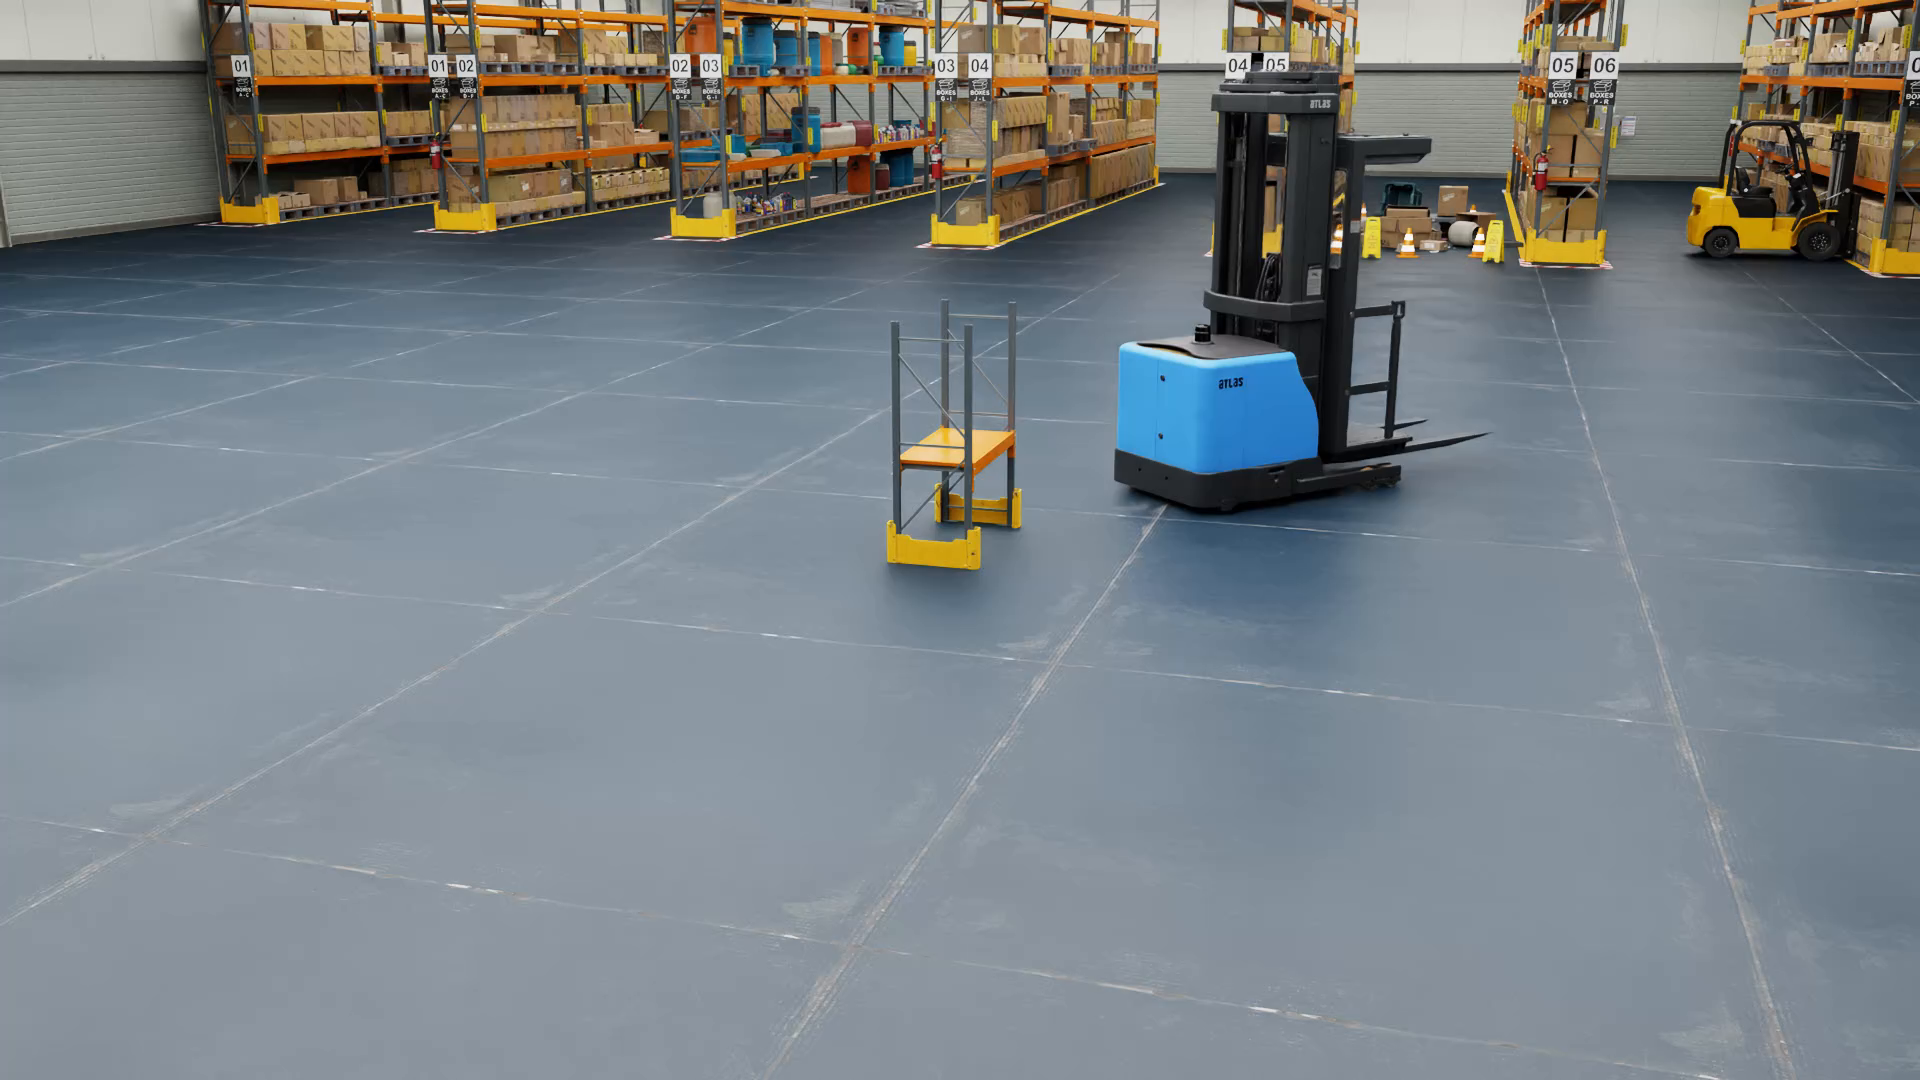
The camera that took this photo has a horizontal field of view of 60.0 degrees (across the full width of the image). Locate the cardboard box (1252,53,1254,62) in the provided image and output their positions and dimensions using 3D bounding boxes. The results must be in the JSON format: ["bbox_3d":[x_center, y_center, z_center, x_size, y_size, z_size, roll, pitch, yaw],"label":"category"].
[{"bbox_3d":[4.638,-7.958,27.399,0.380,0.149,0.250,5,17,16],"label":"cardboard box"}]

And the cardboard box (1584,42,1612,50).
[{"bbox_3d":[9.868,-7.632,25.742,0.380,0.149,0.250,5,16,15],"label":"cardboard box"}]

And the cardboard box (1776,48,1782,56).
[{"bbox_3d":[17.068,-10.068,34.294,0.380,0.149,0.250,4,16,15],"label":"cardboard box"}]

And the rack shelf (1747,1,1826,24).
[{"bbox_3d":[18.310,-11.666,36.793,1.077,0.370,4.000,5,16,16],"label":"rack shelf"}]

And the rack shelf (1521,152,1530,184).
[{"bbox_3d":[11.276,-7.073,31.586,1.077,0.370,4.000,5,16,16],"label":"rack shelf"}]

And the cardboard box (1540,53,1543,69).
[{"bbox_3d":[10.028,-8.050,27.946,0.500,0.250,0.500,5,17,16],"label":"cardboard box"}]

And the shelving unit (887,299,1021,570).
[{"bbox_3d":[-0.022,-0.702,10.554,0.587,1.500,1.083,5,16,16],"label":"shelving unit"}]

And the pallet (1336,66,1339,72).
[{"bbox_3d":[7.637,-10.274,36.401,1.213,0.211,1.003,5,16,16],"label":"pallet"}]

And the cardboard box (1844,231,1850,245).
[{"bbox_3d":[14.589,-4.889,26.838,0.500,0.250,0.500,5,17,18],"label":"cardboard box"}]

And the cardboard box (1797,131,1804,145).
[{"bbox_3d":[16.220,-7.631,31.596,0.500,0.250,0.500,5,16,16],"label":"cardboard box"}]

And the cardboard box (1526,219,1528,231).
[{"bbox_3d":[9.992,-5.362,28.505,0.500,0.250,0.500,4,16,15],"label":"cardboard box"}]

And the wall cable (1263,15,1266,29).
[{"bbox_3d":[9.528,-16.449,46.437,2.277,5.999,0.120,5,16,16],"label":"wall cable"}]

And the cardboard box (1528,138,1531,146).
[{"bbox_3d":[11.241,-7.743,32.321,0.380,0.149,0.250,5,17,16],"label":"cardboard box"}]

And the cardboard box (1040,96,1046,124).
[{"bbox_3d":[1.342,-8.197,31.672,0.500,0.500,0.500,5,16,16],"label":"cardboard box"}]

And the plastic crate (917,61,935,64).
[{"bbox_3d":[-0.830,-12.222,43.040,0.504,0.338,0.767,5,16,16],"label":"plastic crate"}]

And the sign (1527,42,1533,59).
[{"bbox_3d":[11.315,-9.717,33.001,0.100,0.325,0.005,5,16,16],"label":"sign"}]

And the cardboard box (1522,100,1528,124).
[{"bbox_3d":[12.177,-9.023,35.128,0.500,0.500,0.500,4,16,15],"label":"cardboard box"}]

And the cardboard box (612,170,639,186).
[{"bbox_3d":[-7.499,-8.073,37.037,0.500,0.311,0.500,5,17,17],"label":"cardboard box"}]

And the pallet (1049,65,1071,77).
[{"bbox_3d":[1.484,-9.170,32.509,1.213,0.211,1.003,5,16,16],"label":"pallet"}]

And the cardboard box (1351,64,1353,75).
[{"bbox_3d":[9.330,-11.490,40.619,0.500,0.250,0.500,5,16,16],"label":"cardboard box"}]

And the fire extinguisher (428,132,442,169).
[{"bbox_3d":[-9.906,-7.355,31.403,0.296,0.674,0.183,5,16,16],"label":"fire extinguisher"}]

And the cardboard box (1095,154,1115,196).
[{"bbox_3d":[2.820,-8.302,37.726,1.225,0.875,0.875,5,16,16],"label":"cardboard box"}]

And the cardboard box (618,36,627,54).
[{"bbox_3d":[-9.577,-13.725,46.172,0.500,0.500,0.500,5,16,16],"label":"cardboard box"}]

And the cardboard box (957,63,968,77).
[{"bbox_3d":[-0.037,-8.134,28.788,0.500,0.250,0.500,5,17,17],"label":"cardboard box"}]

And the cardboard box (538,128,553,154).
[{"bbox_3d":[-8.701,-8.095,33.690,0.700,0.500,0.500,5,17,17],"label":"cardboard box"}]

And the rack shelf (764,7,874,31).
[{"bbox_3d":[-2.974,-10.919,34.886,1.077,0.370,4.000,5,16,16],"label":"rack shelf"}]

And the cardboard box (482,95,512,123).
[{"bbox_3d":[-9.123,-8.332,32.147,0.700,0.500,0.500,4,16,14],"label":"cardboard box"}]

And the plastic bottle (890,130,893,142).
[{"bbox_3d":[-1.601,-9.425,38.776,0.061,0.283,0.133,5,16,16],"label":"plastic bottle"}]

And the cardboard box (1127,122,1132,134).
[{"bbox_3d":[3.864,-9.931,40.073,0.500,0.250,0.500,4,16,15],"label":"cardboard box"}]

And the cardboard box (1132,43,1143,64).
[{"bbox_3d":[4.086,-11.974,40.914,0.700,0.500,0.500,5,17,18],"label":"cardboard box"}]

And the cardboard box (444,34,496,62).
[{"bbox_3d":[-9.260,-9.299,31.404,0.797,0.503,0.637,6,17,20],"label":"cardboard box"}]

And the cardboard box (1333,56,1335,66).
[{"bbox_3d":[7.622,-10.051,35.087,0.500,0.500,0.500,5,16,16],"label":"cardboard box"}]

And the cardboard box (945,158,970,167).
[{"bbox_3d":[-0.047,-6.587,29.017,0.380,0.149,0.250,5,16,16],"label":"cardboard box"}]

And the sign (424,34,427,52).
[{"bbox_3d":[-9.944,-9.263,31.017,0.100,0.325,0.005,5,16,16],"label":"sign"}]

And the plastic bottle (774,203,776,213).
[{"bbox_3d":[-3.653,-6.513,32.616,0.097,0.201,0.097,0,16,0],"label":"plastic bottle"}]

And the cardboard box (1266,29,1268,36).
[{"bbox_3d":[5.143,-8.807,28.931,0.380,0.149,0.250,5,16,16],"label":"cardboard box"}]

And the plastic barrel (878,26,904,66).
[{"bbox_3d":[-1.607,-11.569,38.935,0.600,0.901,0.708,5,16,16],"label":"plastic barrel"}]

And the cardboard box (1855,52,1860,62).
[{"bbox_3d":[15.049,-7.990,27.513,0.380,0.149,0.250,5,17,17],"label":"cardboard box"}]

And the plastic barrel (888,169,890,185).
[{"bbox_3d":[-1.887,-8.679,39.721,0.421,0.512,0.421,0,16,0],"label":"plastic barrel"}]

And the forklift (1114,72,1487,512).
[{"bbox_3d":[2.643,-1.885,12.103,3.031,2.935,1.130,-10,18,-31],"label":"forklift"}]

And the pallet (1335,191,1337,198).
[{"bbox_3d":[8.363,-8.183,39.292,1.003,0.211,1.213,5,16,16],"label":"pallet"}]

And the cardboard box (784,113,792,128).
[{"bbox_3d":[-4.891,-11.346,45.152,0.500,0.500,0.500,5,17,16],"label":"cardboard box"}]

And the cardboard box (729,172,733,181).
[{"bbox_3d":[-6.031,-9.255,41.737,0.500,0.500,0.500,5,16,16],"label":"cardboard box"}]

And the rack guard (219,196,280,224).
[{"bbox_3d":[-14.156,-6.587,33.137,1.175,0.500,0.348,5,16,16],"label":"rack guard"}]

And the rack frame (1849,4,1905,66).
[{"bbox_3d":[15.468,-9.398,27.471,1.000,3.000,0.127,5,16,16],"label":"rack frame"}]

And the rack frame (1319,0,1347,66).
[{"bbox_3d":[8.206,-12.232,37.464,1.000,3.000,0.127,5,16,16],"label":"rack frame"}]

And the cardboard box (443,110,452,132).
[{"bbox_3d":[-12.161,-9.851,39.072,0.700,0.500,0.500,3,16,11],"label":"cardboard box"}]

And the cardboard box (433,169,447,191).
[{"bbox_3d":[-12.431,-8.422,38.798,0.700,0.500,0.500,5,16,16],"label":"cardboard box"}]

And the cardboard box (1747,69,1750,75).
[{"bbox_3d":[18.256,-10.714,38.070,0.380,0.149,0.250,5,17,17],"label":"cardboard box"}]

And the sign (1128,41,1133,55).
[{"bbox_3d":[4.003,-11.561,39.069,0.100,0.325,0.005,5,16,16],"label":"sign"}]

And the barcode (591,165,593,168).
[{"bbox_3d":[-7.819,-7.939,35.336,0.001,0.075,0.075,5,16,16],"label":"barcode"}]

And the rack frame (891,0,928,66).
[{"bbox_3d":[-1.269,-13.027,40.267,1.000,3.000,0.127,5,16,16],"label":"rack frame"}]

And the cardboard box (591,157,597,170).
[{"bbox_3d":[-10.311,-10.228,45.202,0.700,0.500,0.500,4,16,15],"label":"cardboard box"}]

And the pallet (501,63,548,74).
[{"bbox_3d":[-8.857,-9.290,32.752,1.003,0.211,1.213,5,16,16],"label":"pallet"}]

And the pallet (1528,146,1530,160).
[{"bbox_3d":[11.321,-7.329,31.522,1.003,0.211,1.213,5,16,16],"label":"pallet"}]
